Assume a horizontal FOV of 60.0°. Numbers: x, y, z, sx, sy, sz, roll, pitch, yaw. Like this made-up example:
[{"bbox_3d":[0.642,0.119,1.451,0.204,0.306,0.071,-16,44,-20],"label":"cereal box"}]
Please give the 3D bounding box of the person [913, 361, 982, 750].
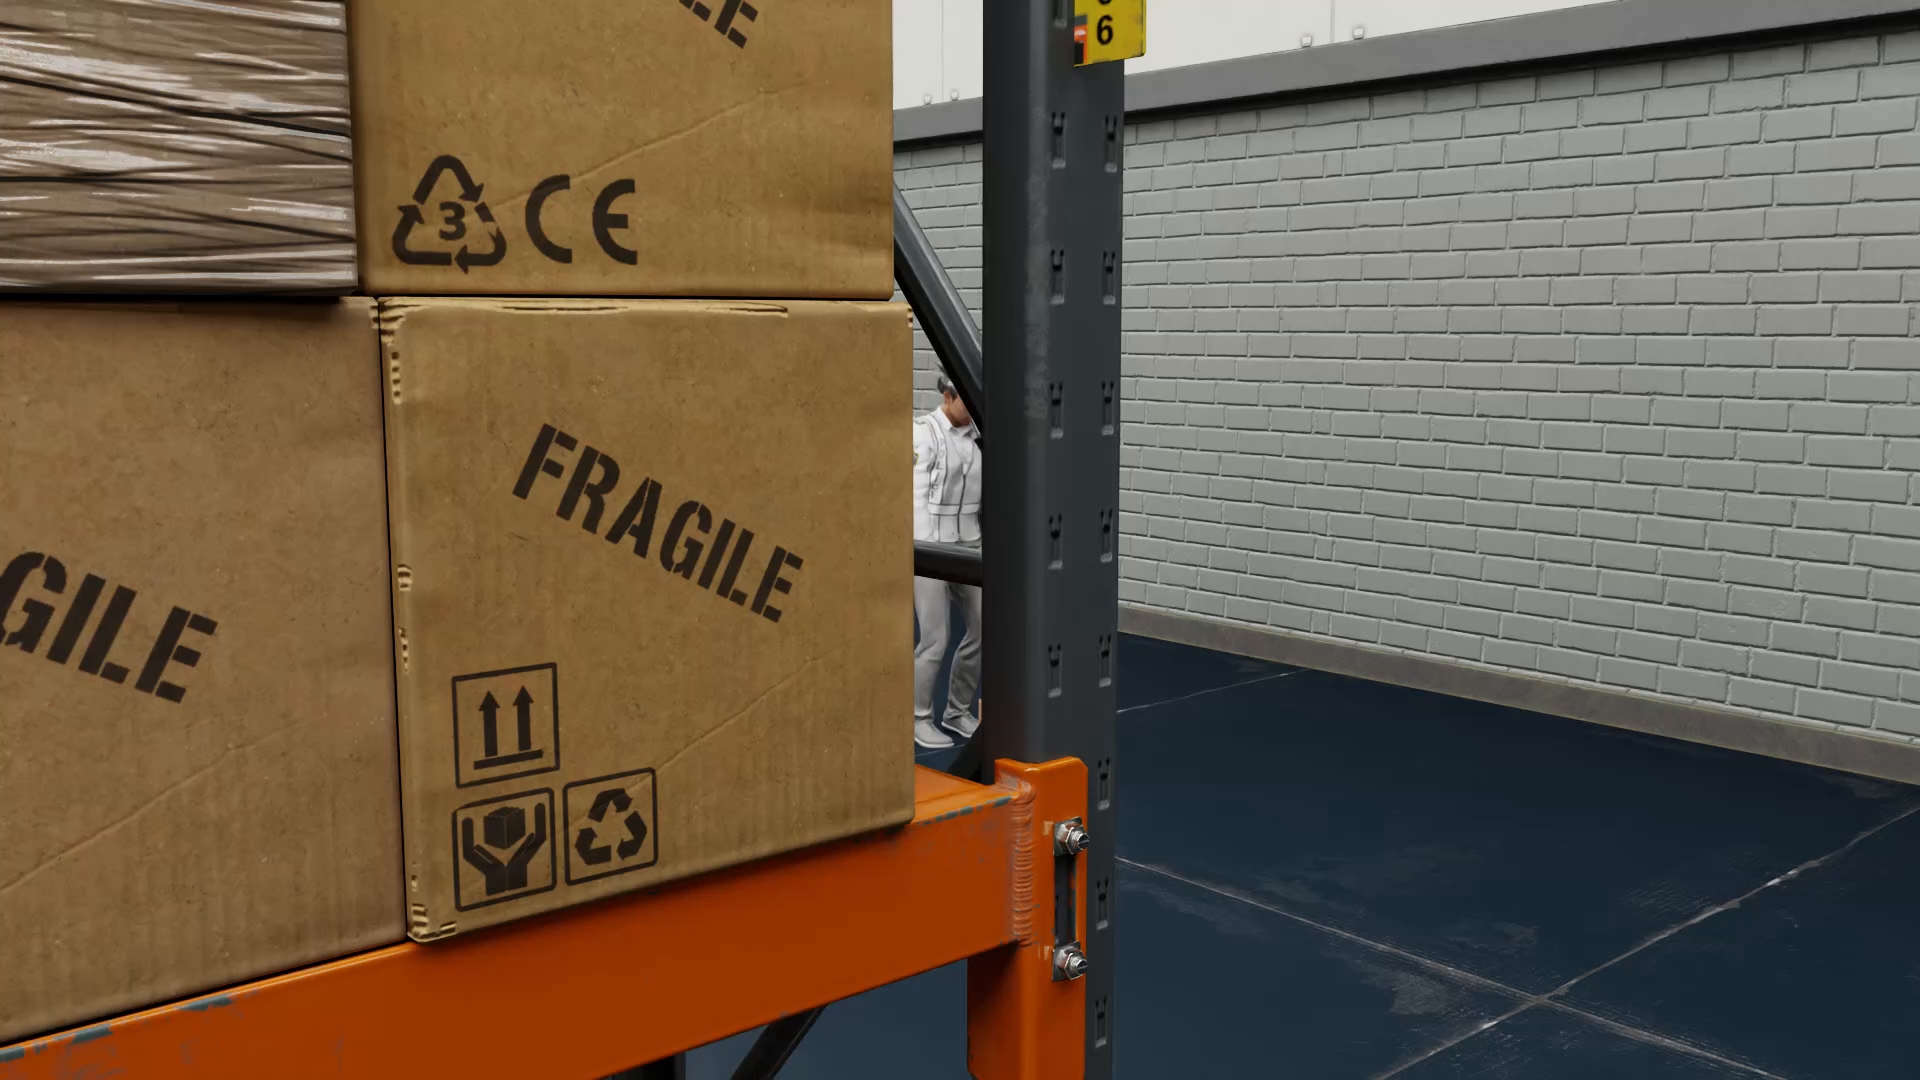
[{"bbox_3d":[-0.024,0.054,7.070,0.496,1.629,0.428,-6,10,-39],"label":"person"}]
